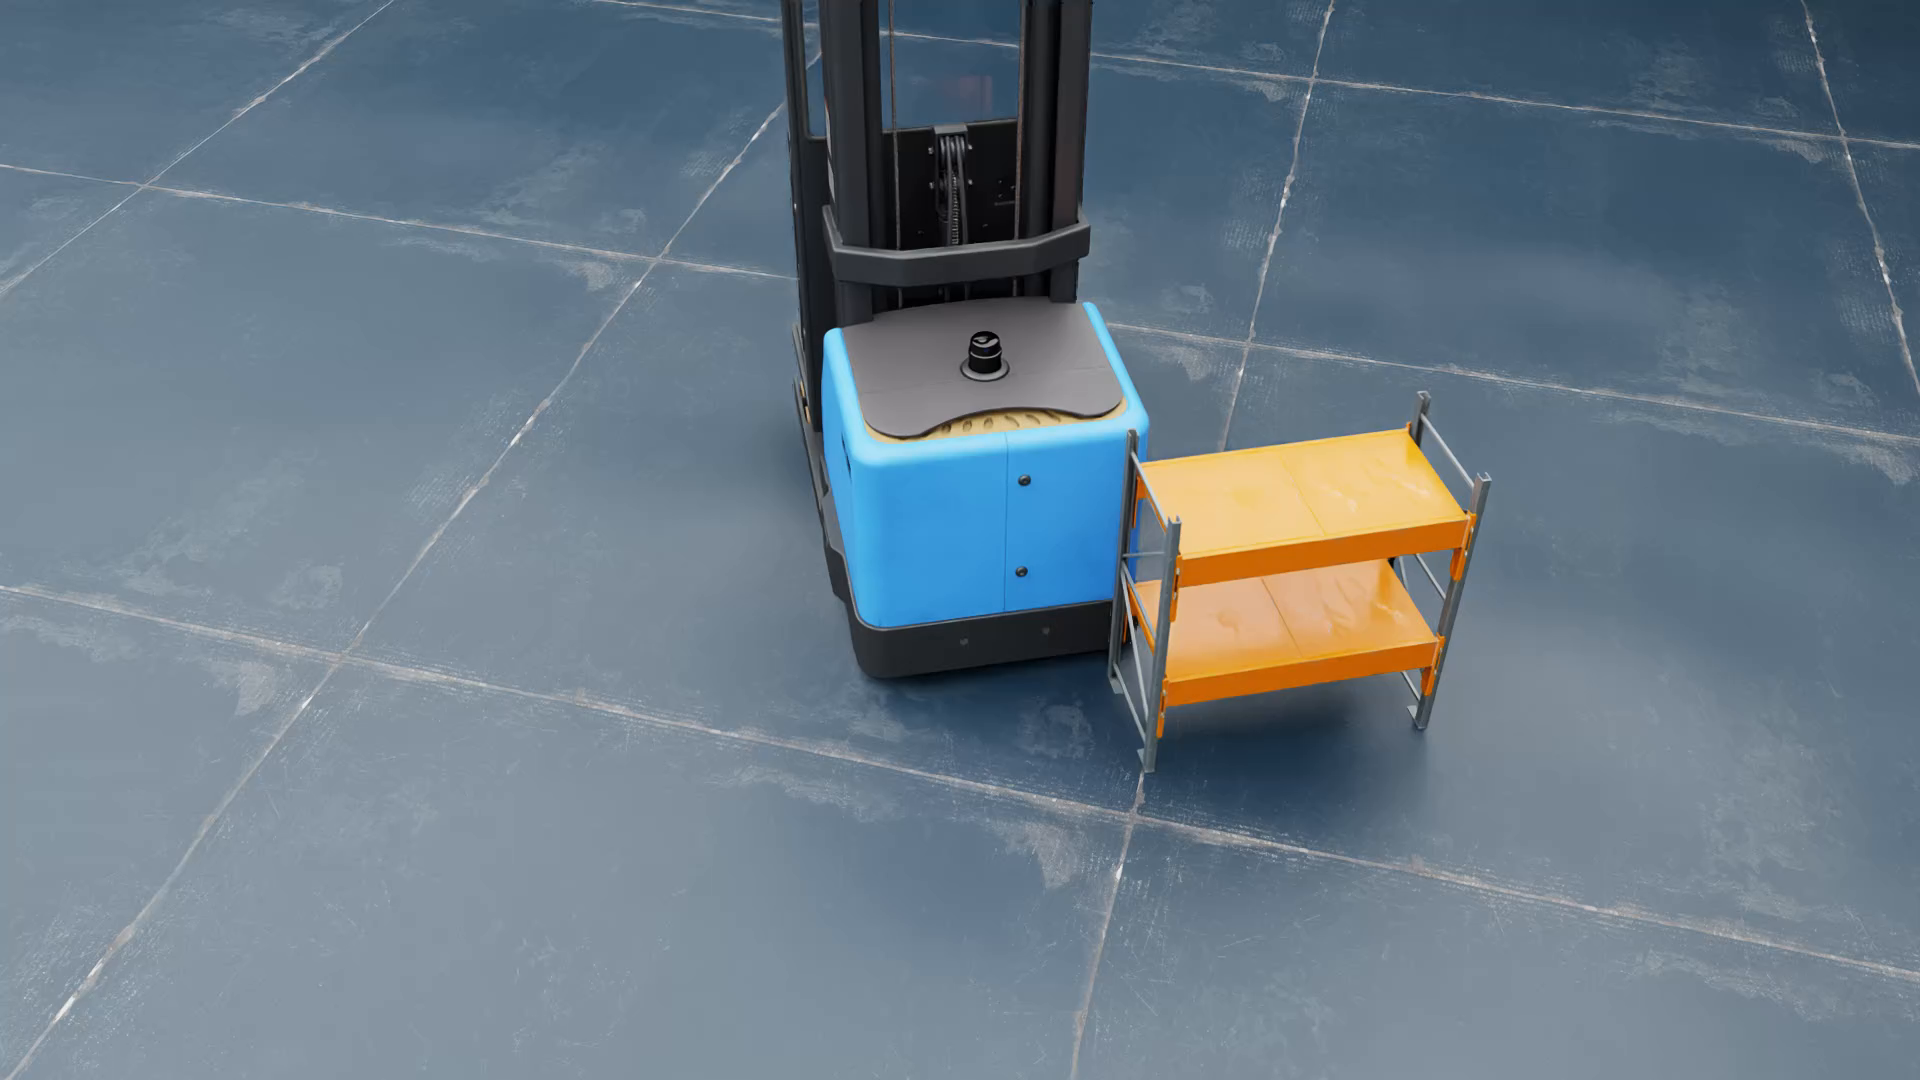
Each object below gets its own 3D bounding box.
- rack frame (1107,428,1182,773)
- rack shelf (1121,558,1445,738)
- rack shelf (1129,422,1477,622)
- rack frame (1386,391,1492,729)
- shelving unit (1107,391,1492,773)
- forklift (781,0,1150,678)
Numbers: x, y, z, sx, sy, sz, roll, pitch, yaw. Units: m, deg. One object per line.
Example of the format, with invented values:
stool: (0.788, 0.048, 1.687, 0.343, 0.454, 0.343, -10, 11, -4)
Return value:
rack frame: (0.610, 0.222, 5.611, 0.032, 1.125, 0.500, -8, 41, -9)
rack shelf: (1.108, 0.342, 5.849, 1.000, 0.278, 0.538, -8, 41, -9)
rack shelf: (1.108, -0.070, 5.503, 1.000, 0.278, 0.538, -8, 41, -9)
rack frame: (1.605, 0.087, 5.772, 0.032, 1.125, 0.500, -8, 41, -9)
shelving unit: (1.108, 0.155, 5.691, 1.048, 1.125, 0.538, -8, 41, -9)
forklift: (-0.124, -1.573, 6.344, 1.130, 2.935, 3.031, -7, 41, -8)
